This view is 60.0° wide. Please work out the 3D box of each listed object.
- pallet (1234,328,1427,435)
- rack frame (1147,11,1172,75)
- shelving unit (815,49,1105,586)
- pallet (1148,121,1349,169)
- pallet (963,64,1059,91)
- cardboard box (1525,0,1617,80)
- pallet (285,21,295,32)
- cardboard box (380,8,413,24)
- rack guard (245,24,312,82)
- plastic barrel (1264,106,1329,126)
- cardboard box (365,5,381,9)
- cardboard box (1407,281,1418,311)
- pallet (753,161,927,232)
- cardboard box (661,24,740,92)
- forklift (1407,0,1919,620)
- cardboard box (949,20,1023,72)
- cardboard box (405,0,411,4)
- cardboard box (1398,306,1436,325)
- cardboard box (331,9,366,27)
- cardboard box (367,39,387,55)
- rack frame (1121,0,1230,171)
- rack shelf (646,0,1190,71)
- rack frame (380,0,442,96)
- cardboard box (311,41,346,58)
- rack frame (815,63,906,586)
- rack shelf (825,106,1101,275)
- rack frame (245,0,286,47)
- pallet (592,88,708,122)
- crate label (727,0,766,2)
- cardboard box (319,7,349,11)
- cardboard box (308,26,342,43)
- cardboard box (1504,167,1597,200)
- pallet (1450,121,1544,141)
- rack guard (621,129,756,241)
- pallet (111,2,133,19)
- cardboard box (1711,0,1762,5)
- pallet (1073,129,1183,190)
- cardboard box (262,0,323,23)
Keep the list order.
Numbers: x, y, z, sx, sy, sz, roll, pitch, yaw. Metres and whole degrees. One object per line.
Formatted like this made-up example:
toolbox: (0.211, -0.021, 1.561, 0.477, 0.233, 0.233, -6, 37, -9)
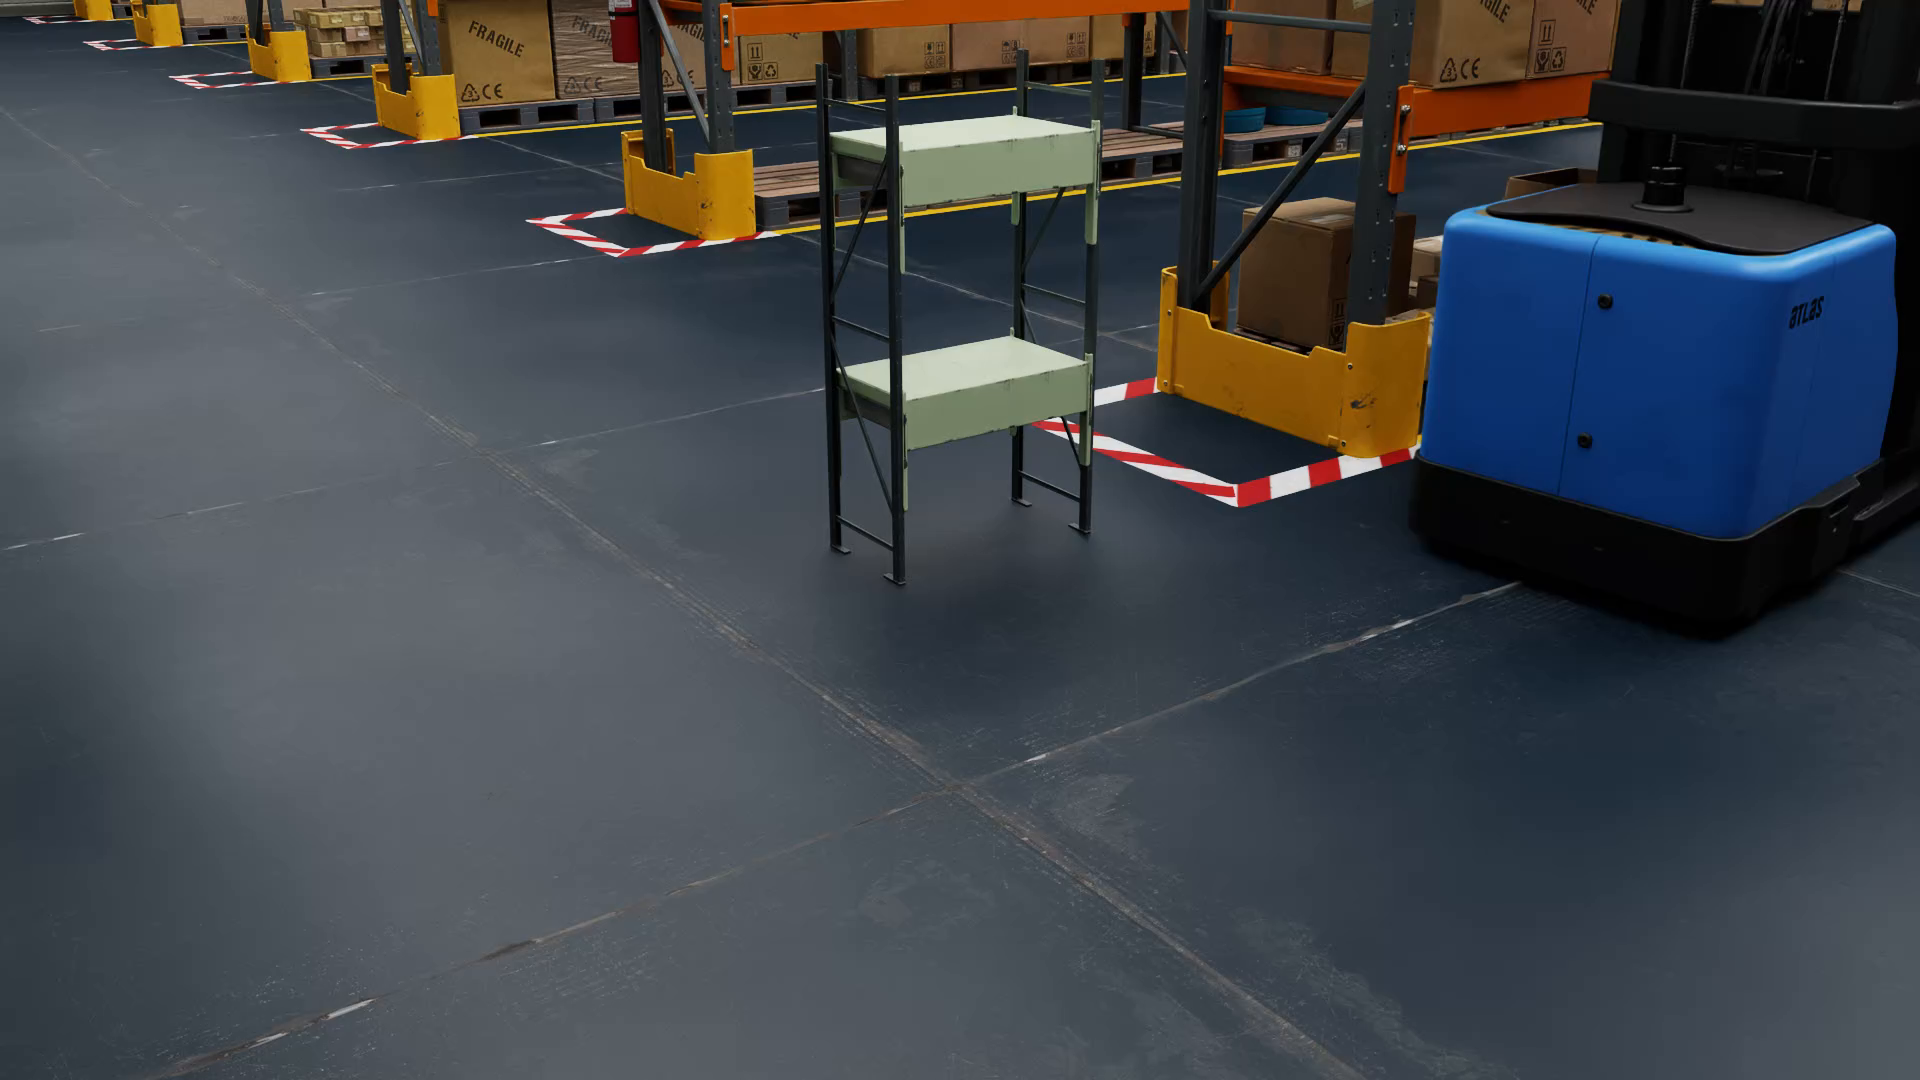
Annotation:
pallet: (1.929, -0.776, 7.056, 1.213, 0.211, 1.003, -15, 26, -33)
rack frame: (1.932, -6.594, 17.875, 0.127, 3.000, 1.000, -15, 26, -33)
shelving unit: (0.005, -0.698, 5.122, 0.755, 1.500, 0.431, -15, 26, -33)
pallet: (2.228, -3.098, 12.875, 1.213, 0.211, 1.003, -15, 26, -33)
pallet: (0.258, -4.889, 17.363, 1.213, 0.211, 1.003, -15, 26, -33)
cardboard box: (2.150, -2.058, 6.372, 0.500, 0.500, 0.500, -15, 26, -33)
pallet: (-8.757, -7.008, 22.674, 1.213, 0.211, 1.003, -15, 26, -33)
cardboard box: (-6.167, -5.726, 18.175, 0.250, 0.149, 0.380, -16, 27, -35)
rack guard: (-7.315, -5.232, 17.834, 0.348, 0.500, 1.175, -15, 26, -33)
plastic barrel: (2.604, -3.725, 12.948, 0.708, 0.901, 0.600, -15, 26, -33)
cardboard box: (-6.474, -5.883, 18.570, 0.250, 0.149, 0.380, -16, 27, -35)
cardboard box: (1.899, -1.022, 7.140, 0.250, 0.166, 0.380, -15, 26, -33)
pallet: (-0.977, -2.244, 10.736, 1.213, 0.211, 1.003, -15, 26, -33)
cardboard box: (-2.628, -4.623, 15.235, 0.875, 0.875, 0.875, -15, 26, -33)
forklift: (2.852, -1.579, 5.399, 3.031, 2.935, 1.130, -19, 29, -39)
cardboard box: (-0.083, -5.275, 16.868, 0.875, 0.875, 1.225, -16, 27, -35)
cardboard box: (-7.675, -7.611, 23.314, 0.875, 0.438, 0.875, -15, 26, -34)
cardboard box: (1.964, -0.811, 6.612, 0.250, 0.166, 0.380, -15, 26, -33)
cardboard box: (-6.600, -5.631, 17.938, 0.250, 0.149, 0.380, -14, 26, -32)
cardboard box: (-6.402, -5.402, 18.166, 0.250, 0.149, 0.380, -15, 26, -32)
rack frame: (1.577, -4.238, 11.971, 0.127, 3.000, 1.000, -15, 26, -33)
rack shelf: (-0.046, -3.471, 11.019, 4.000, 0.370, 1.077, -15, 26, -33)
rack frame: (-4.562, -4.863, 13.535, 0.127, 3.000, 1.000, -15, 26, -33)
cardboard box: (-6.765, -5.265, 17.823, 0.250, 0.149, 0.380, -14, 26, -32)
rack frame: (-0.292, -0.619, 4.924, 0.023, 1.500, 0.400, -15, 26, -33)
rack shelf: (0.005, -1.061, 4.977, 0.720, 0.370, 0.431, -15, 26, -33)
rack frame: (-7.377, -6.377, 17.329, 0.127, 3.000, 1.000, -15, 26, -33)
pallet: (-2.969, -4.027, 15.203, 1.213, 0.211, 1.003, -15, 26, -33)
crate label: (-1.277, -3.277, 9.707, 0.303, 0.233, 0.416, -15, 26, -33)
cardboard box: (-6.858, -5.752, 18.241, 0.250, 0.149, 0.380, -14, 26, -32)
cardboard box: (-6.802, -5.422, 17.815, 0.250, 0.149, 0.380, -14, 26, -31)
cardboard box: (2.945, -1.384, 7.592, 0.637, 0.503, 0.797, -15, 26, -33)
pallet: (4.209, -3.626, 14.198, 1.213, 0.211, 1.003, -15, 26, -33)
rack guard: (-1.681, -2.203, 10.241, 0.348, 0.500, 1.175, -15, 26, -33)
pallet: (-12.543, -8.231, 25.738, 1.213, 0.211, 1.003, -15, 26, -33)
cardboard box: (2.966, -2.273, 6.912, 0.500, 0.500, 0.500, -15, 26, -32)
pallet: (1.003, -2.772, 12.059, 1.213, 0.211, 1.003, -15, 26, -33)
cardboard box: (-9.134, -7.223, 22.340, 0.875, 0.438, 0.875, -14, 26, -31)
